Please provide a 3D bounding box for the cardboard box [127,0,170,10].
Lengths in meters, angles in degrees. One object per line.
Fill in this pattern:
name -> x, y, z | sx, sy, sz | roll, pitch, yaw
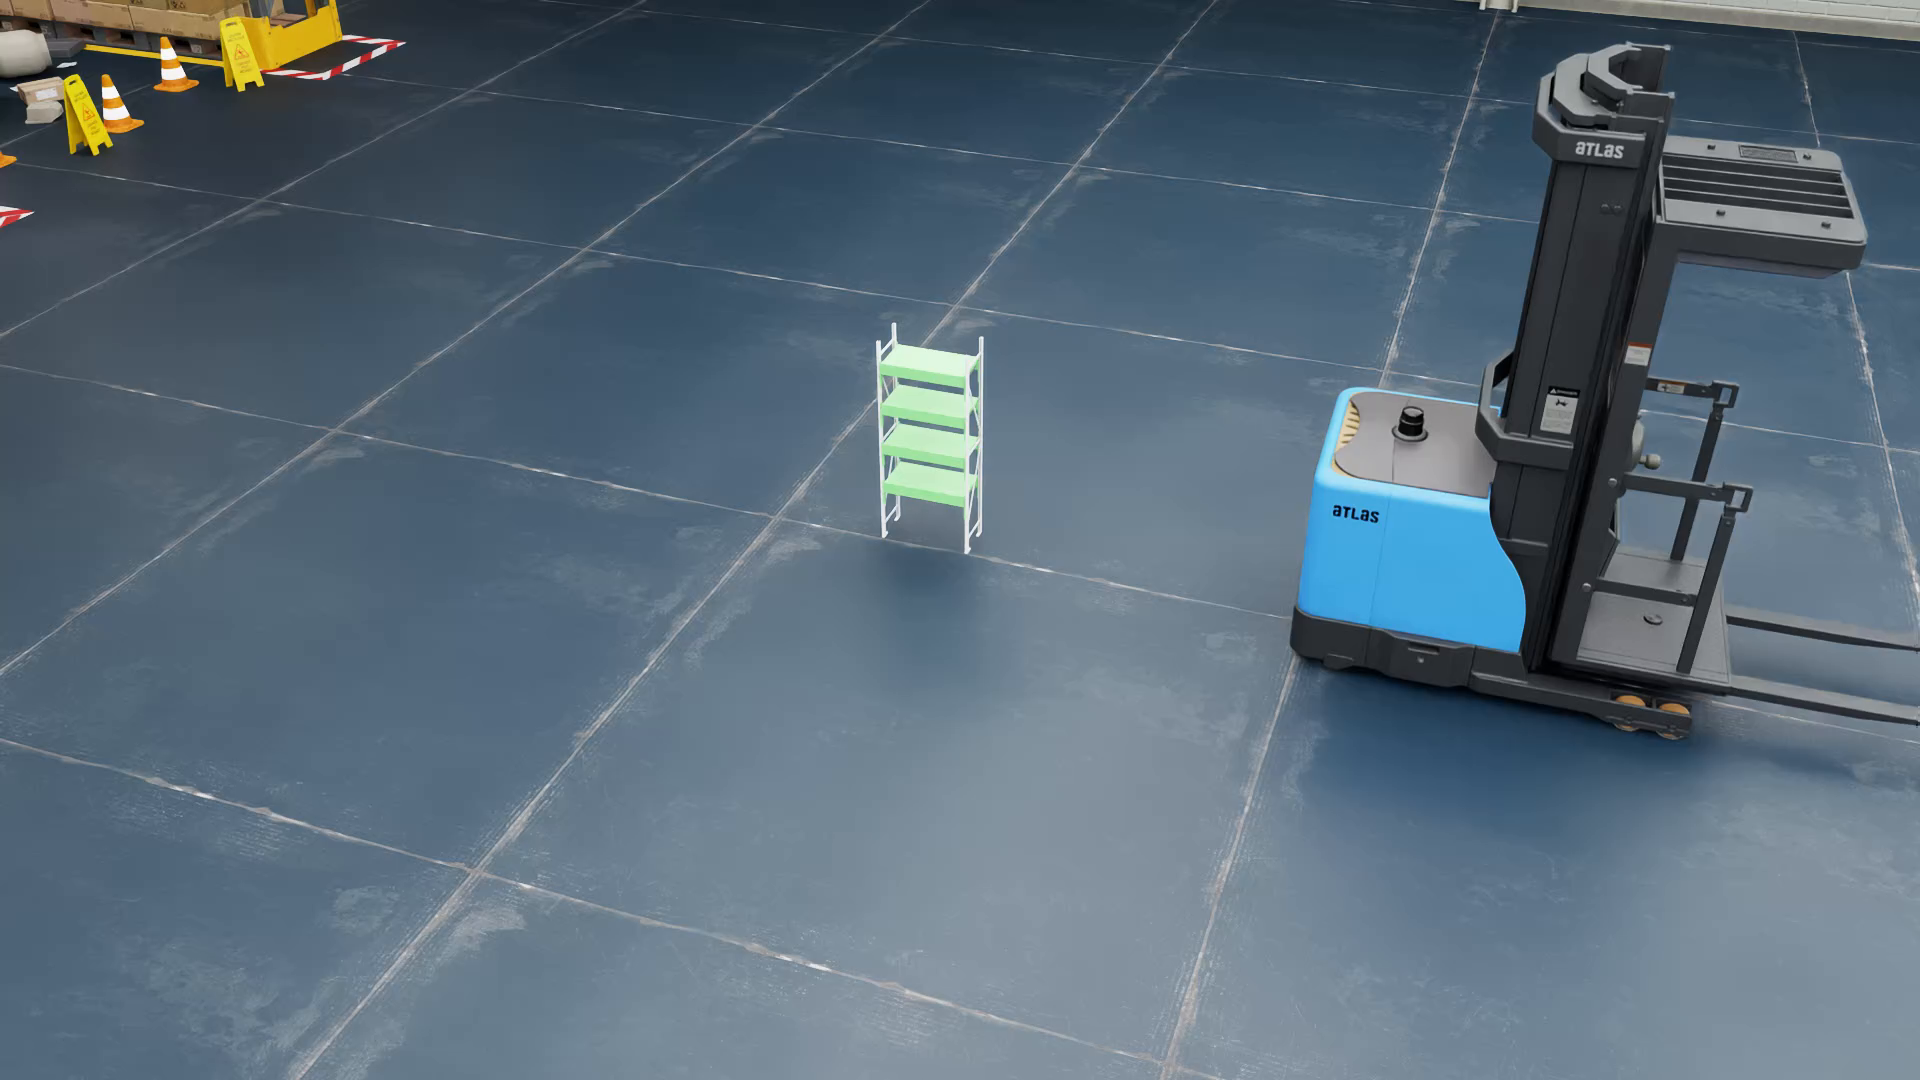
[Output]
cardboard box -> -8.017, -5.644, 16.650 | 0.500, 0.500, 0.500 | 12, 35, 18

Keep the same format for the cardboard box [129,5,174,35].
cardboard box -> -8.019, -5.331, 16.857 | 0.500, 0.250, 0.500 | 11, 34, 17

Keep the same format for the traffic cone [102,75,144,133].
traffic cone -> -7.576, -3.925, 14.871 | 0.334, 0.463, 0.336 | 11, 34, 16

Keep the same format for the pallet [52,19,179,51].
pallet -> -8.651, -5.433, 17.439 | 1.213, 0.211, 1.003 | 11, 34, 16

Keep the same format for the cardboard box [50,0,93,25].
cardboard box -> -8.976, -5.520, 17.150 | 0.500, 0.250, 0.500 | 11, 34, 16

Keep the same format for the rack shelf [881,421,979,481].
rack shelf -> -0.156, -0.481, 8.974 | 0.480, 0.148, 0.258 | 11, 34, 16

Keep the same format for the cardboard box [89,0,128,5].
cardboard box -> -8.489, -5.739, 16.799 | 0.500, 0.500, 0.500 | 10, 34, 15

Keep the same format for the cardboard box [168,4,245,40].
cardboard box -> -7.556, -5.236, 16.710 | 0.500, 0.250, 0.500 | 11, 34, 16

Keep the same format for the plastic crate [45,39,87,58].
plastic crate -> -9.246, -4.999, 16.888 | 0.583, 0.080, 0.402 | 0, 33, 0

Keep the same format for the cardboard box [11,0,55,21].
cardboard box -> -9.477, -5.616, 17.298 | 0.500, 0.250, 0.500 | 13, 35, 19

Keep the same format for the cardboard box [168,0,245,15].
cardboard box -> -7.524, -5.550, 16.505 | 0.500, 0.500, 0.500 | 11, 35, 17

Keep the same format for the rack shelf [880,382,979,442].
rack shelf -> -0.156, -0.682, 8.844 | 0.480, 0.148, 0.258 | 11, 34, 16

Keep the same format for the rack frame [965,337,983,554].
rack frame -> 0.074, -0.490, 8.870 | 0.015, 1.200, 0.240 | 11, 34, 16

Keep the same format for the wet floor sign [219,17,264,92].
wet floor sign -> -6.864, -4.630, 15.794 | 0.232, 0.644, 0.267 | 24, 40, 32

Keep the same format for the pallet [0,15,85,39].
pallet -> -9.803, -5.656, 17.783 | 1.213, 0.211, 1.003 | 11, 34, 16

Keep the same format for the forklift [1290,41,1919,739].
forklift -> 3.217, -0.625, 7.484 | 3.031, 2.935, 1.130 | 10, 34, 15

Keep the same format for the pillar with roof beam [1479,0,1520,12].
pillar with roof beam -> 4.482, -7.449, 12.459 | 0.400, 9.000, 9.100 | 11, 34, 16

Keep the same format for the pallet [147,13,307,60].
pallet -> -7.506, -5.209, 17.092 | 1.213, 0.211, 1.003 | 11, 34, 16

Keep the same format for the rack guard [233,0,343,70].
rack guard -> -6.754, -5.164, 16.755 | 0.348, 0.500, 1.175 | 11, 34, 16

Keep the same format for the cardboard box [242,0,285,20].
cardboard box -> -7.348, -5.510, 17.135 | 0.500, 0.250, 0.500 | 11, 34, 16

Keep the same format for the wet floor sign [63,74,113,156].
wet floor sign -> -7.562, -3.671, 14.308 | 0.232, 0.644, 0.267 | 5, 33, 8

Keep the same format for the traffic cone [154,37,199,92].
traffic cone -> -7.522, -4.554, 15.845 | 0.334, 0.463, 0.336 | 11, 34, 16

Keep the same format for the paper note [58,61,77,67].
paper note -> -8.863, -4.723, 16.505 | 0.148, 0.019, 0.142 | 0, 33, 0

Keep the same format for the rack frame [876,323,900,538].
rack frame -> -0.386, -0.579, 9.009 | 0.015, 1.200, 0.240 | 11, 34, 16

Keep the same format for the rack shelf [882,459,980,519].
rack shelf -> -0.156, -0.279, 9.104 | 0.480, 0.148, 0.258 | 11, 34, 16

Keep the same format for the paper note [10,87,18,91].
paper note -> -8.992, -4.336, 15.917 | 0.142, 0.019, 0.148 | 24, 40, 32

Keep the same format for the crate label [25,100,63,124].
crate label -> -8.337, -3.901, 15.133 | 0.298, 0.136, 0.250 | -6, 33, -9

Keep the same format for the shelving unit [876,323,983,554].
shelving unit -> -0.156, -0.534, 8.940 | 0.503, 1.200, 0.258 | 11, 34, 16

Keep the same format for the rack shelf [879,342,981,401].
rack shelf -> -0.156, -0.884, 8.714 | 0.480, 0.148, 0.258 | 11, 34, 16

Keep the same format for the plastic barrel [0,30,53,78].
plastic barrel -> -9.137, -4.723, 16.142 | 0.512, 0.421, 0.421 | -18, 37, -25

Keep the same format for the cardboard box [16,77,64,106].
cardboard box -> -8.597, -4.211, 15.602 | 0.380, 0.149, 0.250 | -25, 40, -33

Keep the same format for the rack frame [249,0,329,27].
rack frame -> -6.682, -6.200, 16.055 | 0.127, 3.000, 1.000 | 11, 34, 16
